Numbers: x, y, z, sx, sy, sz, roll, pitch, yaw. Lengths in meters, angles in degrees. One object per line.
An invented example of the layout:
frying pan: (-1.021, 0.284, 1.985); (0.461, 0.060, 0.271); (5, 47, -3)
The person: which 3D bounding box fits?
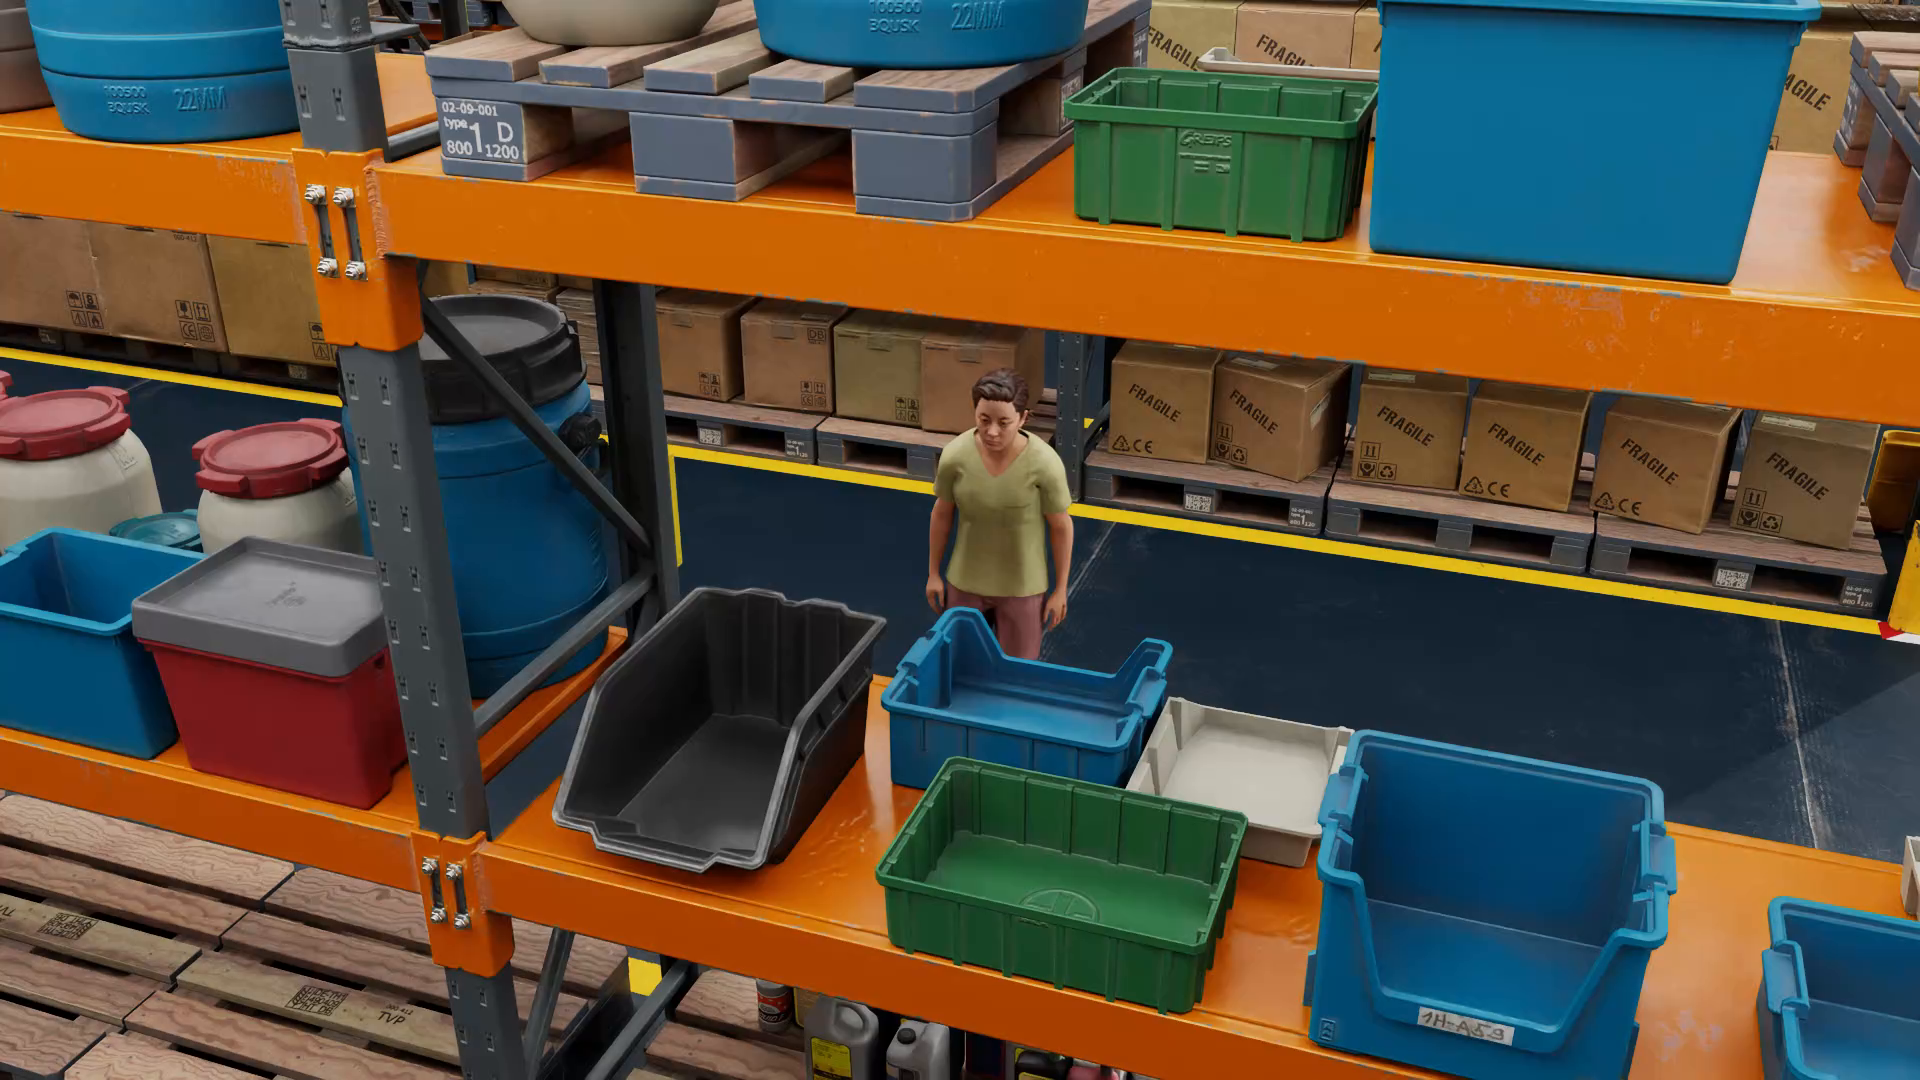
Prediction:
person: (0.110, 0.193, 5.715); (0.519, 1.671, 0.417); (7, 27, 14)
